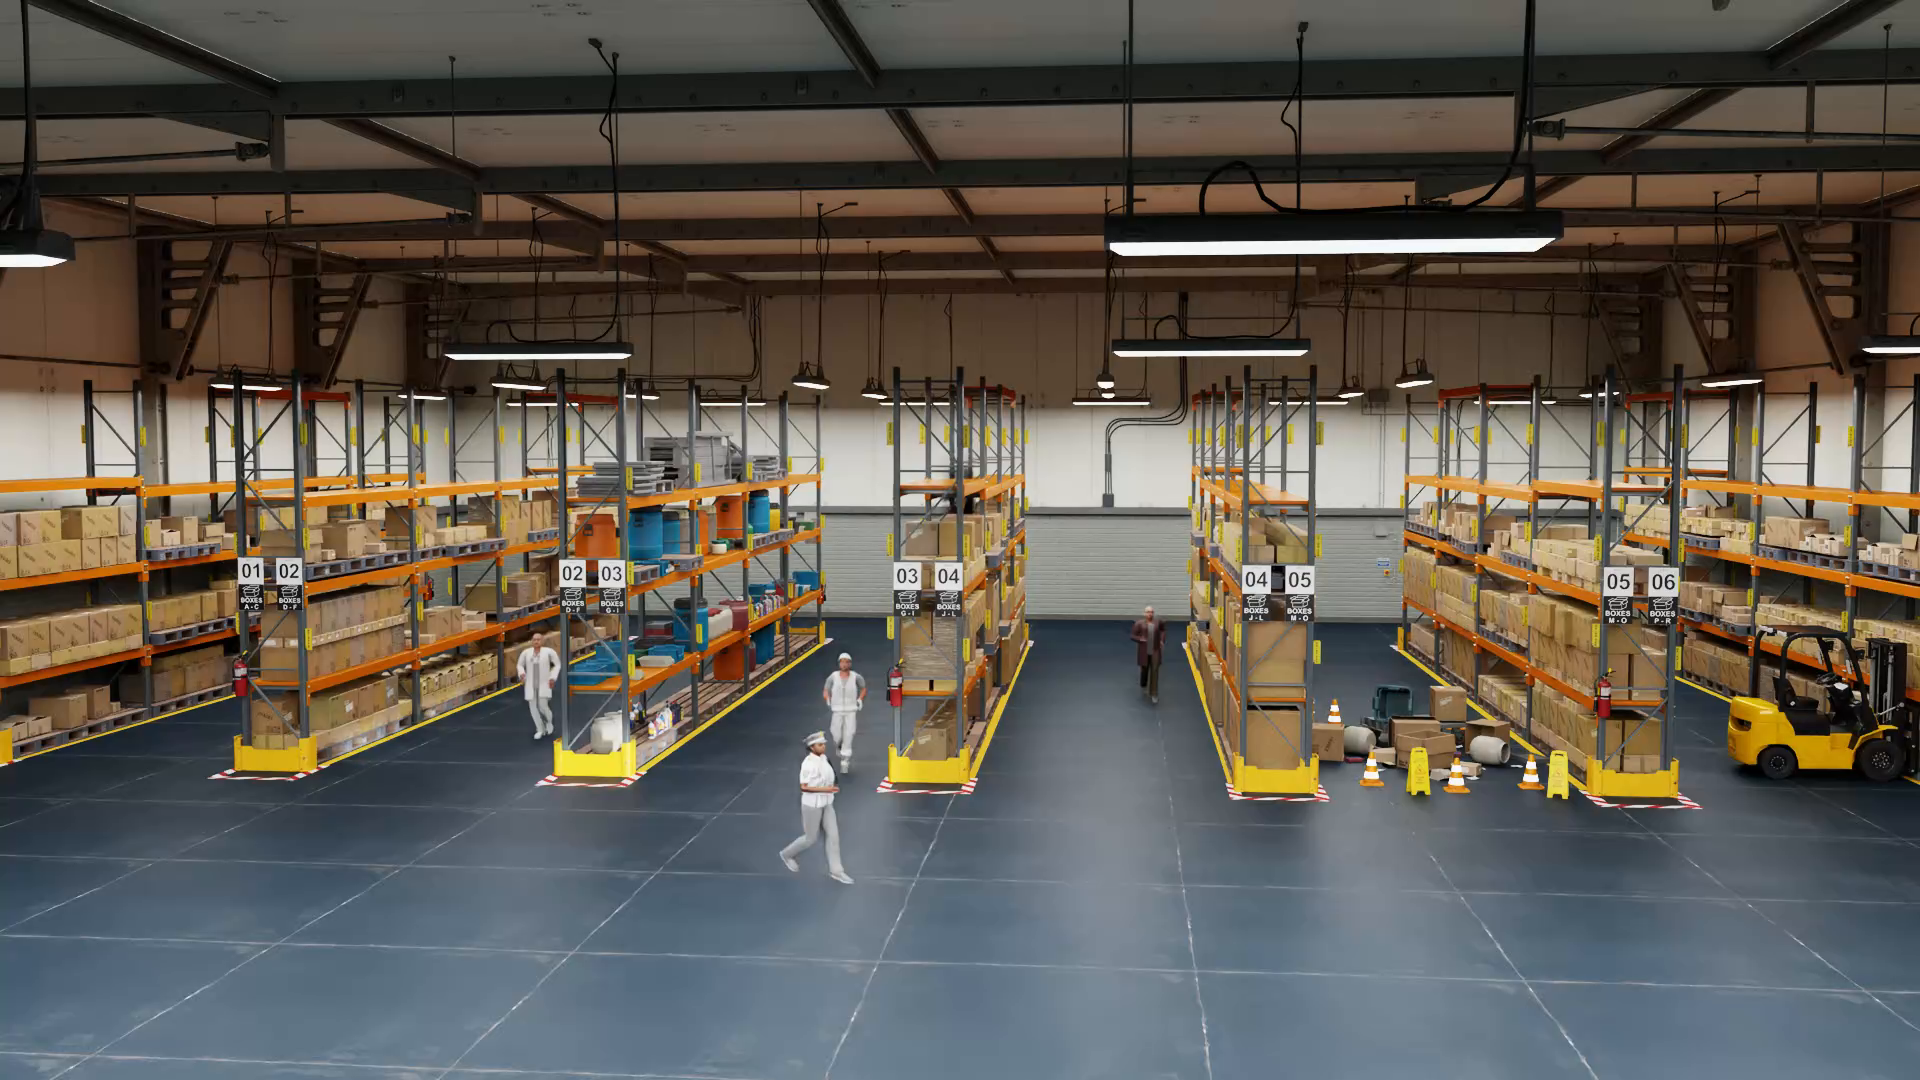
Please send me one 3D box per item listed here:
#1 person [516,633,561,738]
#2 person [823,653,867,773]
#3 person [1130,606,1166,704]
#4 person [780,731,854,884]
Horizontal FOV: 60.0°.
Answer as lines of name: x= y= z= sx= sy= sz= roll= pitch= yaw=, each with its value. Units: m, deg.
person: x=-7.013 y=2.417 z=27.594 sx=0.716 sy=1.743 sz=0.630 roll=0 pitch=4 yaw=1
person: x=-1.723 y=2.573 z=24.887 sx=0.658 sy=1.751 sz=0.871 roll=0 pitch=4 yaw=-1
person: x=3.566 y=2.160 z=31.374 sx=0.708 sy=1.734 sz=1.050 roll=0 pitch=4 yaw=-1
person: x=-1.608 y=2.980 z=18.654 sx=0.923 sy=1.699 sz=0.579 roll=2 pitch=4 yaw=29
